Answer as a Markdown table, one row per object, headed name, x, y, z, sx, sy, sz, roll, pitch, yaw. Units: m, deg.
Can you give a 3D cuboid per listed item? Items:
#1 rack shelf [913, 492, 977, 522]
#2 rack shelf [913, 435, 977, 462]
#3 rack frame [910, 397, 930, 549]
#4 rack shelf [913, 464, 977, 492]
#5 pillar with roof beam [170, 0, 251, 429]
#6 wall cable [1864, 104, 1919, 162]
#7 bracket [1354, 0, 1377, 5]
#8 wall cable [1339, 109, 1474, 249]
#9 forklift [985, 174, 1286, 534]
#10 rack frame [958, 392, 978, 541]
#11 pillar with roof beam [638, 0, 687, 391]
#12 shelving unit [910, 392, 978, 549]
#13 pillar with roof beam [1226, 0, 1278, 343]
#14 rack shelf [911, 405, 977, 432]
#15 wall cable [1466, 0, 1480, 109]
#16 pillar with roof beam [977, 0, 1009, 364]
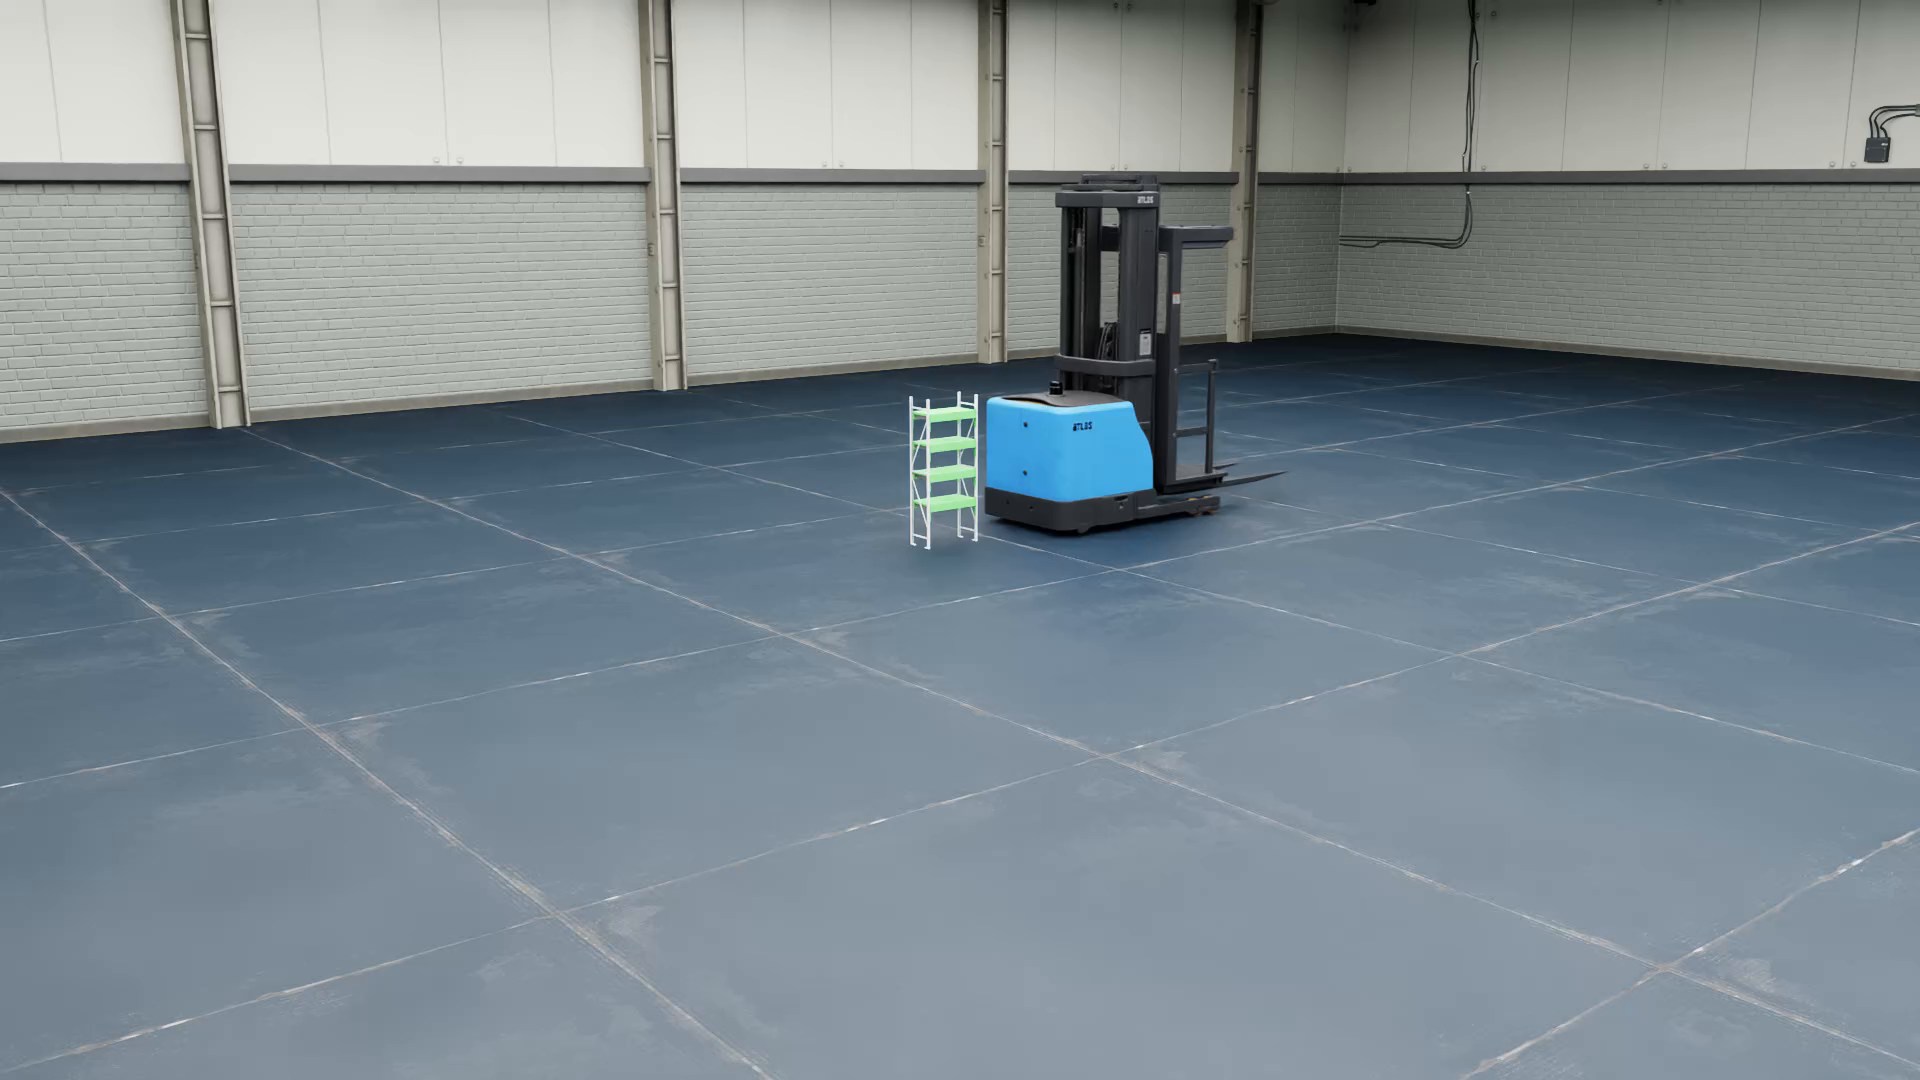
| name | x | y | z | sx | sy | sz | roll | pitch | yaw |
| --- | --- | --- | --- | --- | --- | --- | --- | --- | --- |
| rack shelf | -0.129 | -0.268 | 13.466 | 0.480 | 0.148 | 0.258 | -9 | 15 | -38 |
| rack shelf | -0.129 | -0.738 | 13.366 | 0.480 | 0.148 | 0.258 | -9 | 15 | -38 |
| rack frame | -0.320 | -0.534 | 13.254 | 0.015 | 1.200 | 0.240 | -9 | 15 | -38 |
| rack shelf | -0.129 | -0.503 | 13.416 | 0.480 | 0.148 | 0.258 | -9 | 15 | -38 |
| pillar with roof beam | -6.147 | -5.087 | 15.920 | 0.400 | 9.000 | 9.100 | -9 | 15 | -38 |
| wall cable | 14.264 | -8.410 | 23.383 | 0.169 | 6.003 | 2.305 | -9 | 15 | -38 |
| bracket | 7.616 | -10.185 | 31.264 | 0.430 | 0.232 | 0.235 | -9 | 15 | -38 |
| wall cable | 8.346 | -6.770 | 31.320 | 0.112 | 2.526 | 3.097 | -9 | 15 | -38 |
| forklift | 1.676 | -1.713 | 14.637 | 3.031 | 2.935 | 1.130 | -10 | 15 | -38 |
| rack frame | 0.061 | -0.597 | 13.552 | 0.015 | 1.200 | 0.240 | -9 | 15 | -38 |
| pillar with roof beam | -1.462 | -5.865 | 19.586 | 0.400 | 9.000 | 9.100 | -9 | 15 | -38 |
| shelving unit | -0.129 | -0.565 | 13.403 | 0.503 | 1.200 | 0.258 | -9 | 15 | -38 |
| pillar with roof beam | 7.908 | -7.422 | 26.919 | 0.548 | 9.000 | 9.100 | -9 | 15 | -38 |
| rack shelf | -0.129 | -0.972 | 13.317 | 0.480 | 0.148 | 0.258 | -9 | 15 | -38 |
| wall cable | 10.036 | -8.801 | 28.729 | 0.112 | 2.526 | 3.097 | -9 | 15 | -38 |
| pillar with roof beam | 3.223 | -6.644 | 23.253 | 0.400 | 9.000 | 9.100 | -9 | 15 | -38 |
